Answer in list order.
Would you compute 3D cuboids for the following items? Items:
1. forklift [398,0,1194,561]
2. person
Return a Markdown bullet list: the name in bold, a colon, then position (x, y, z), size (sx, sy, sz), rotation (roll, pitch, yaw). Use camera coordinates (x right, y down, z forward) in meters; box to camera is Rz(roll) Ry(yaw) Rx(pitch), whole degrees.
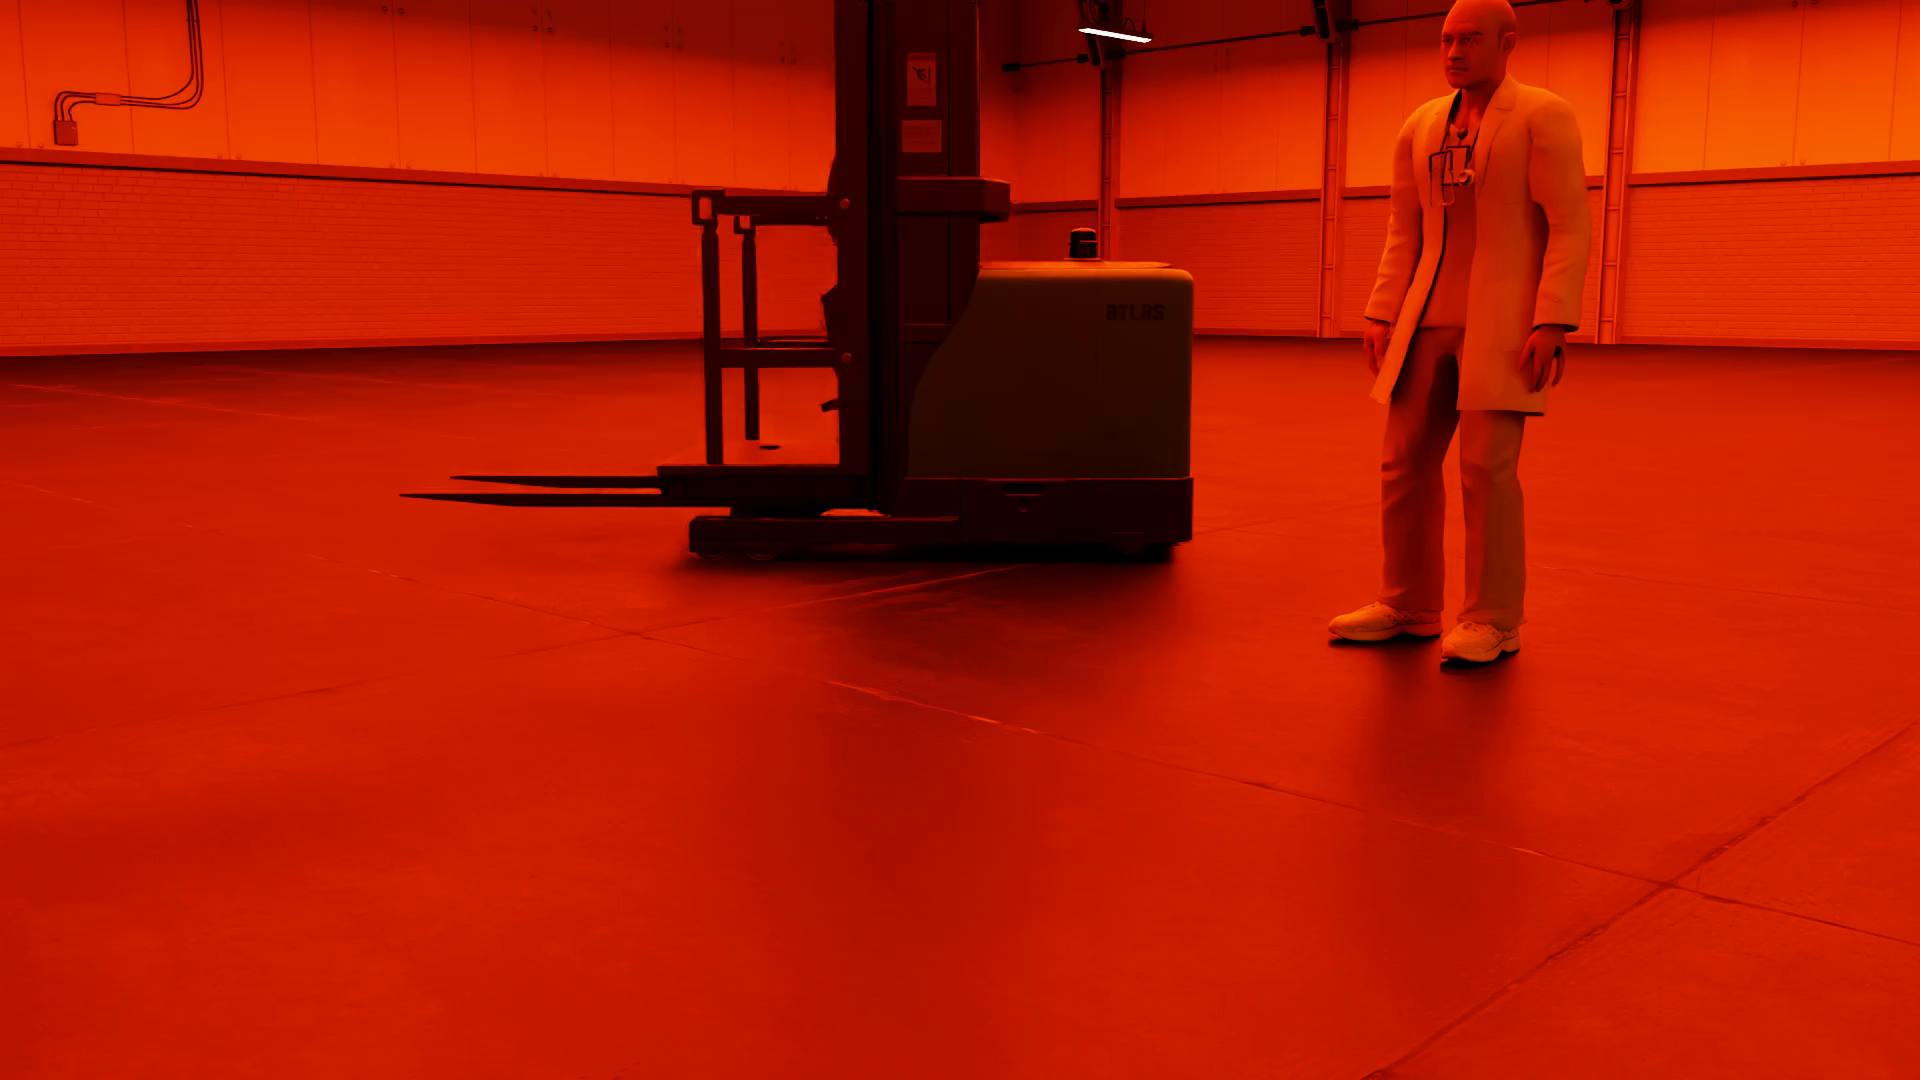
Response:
- **forklift**: position (-0.636, -1.448, 6.491), size (3.031, 2.935, 1.130), rotation (0, 9, 1)
- **person**: position (1.391, -0.570, 4.547), size (0.423, 1.774, 0.653), rotation (-7, 11, -38)
